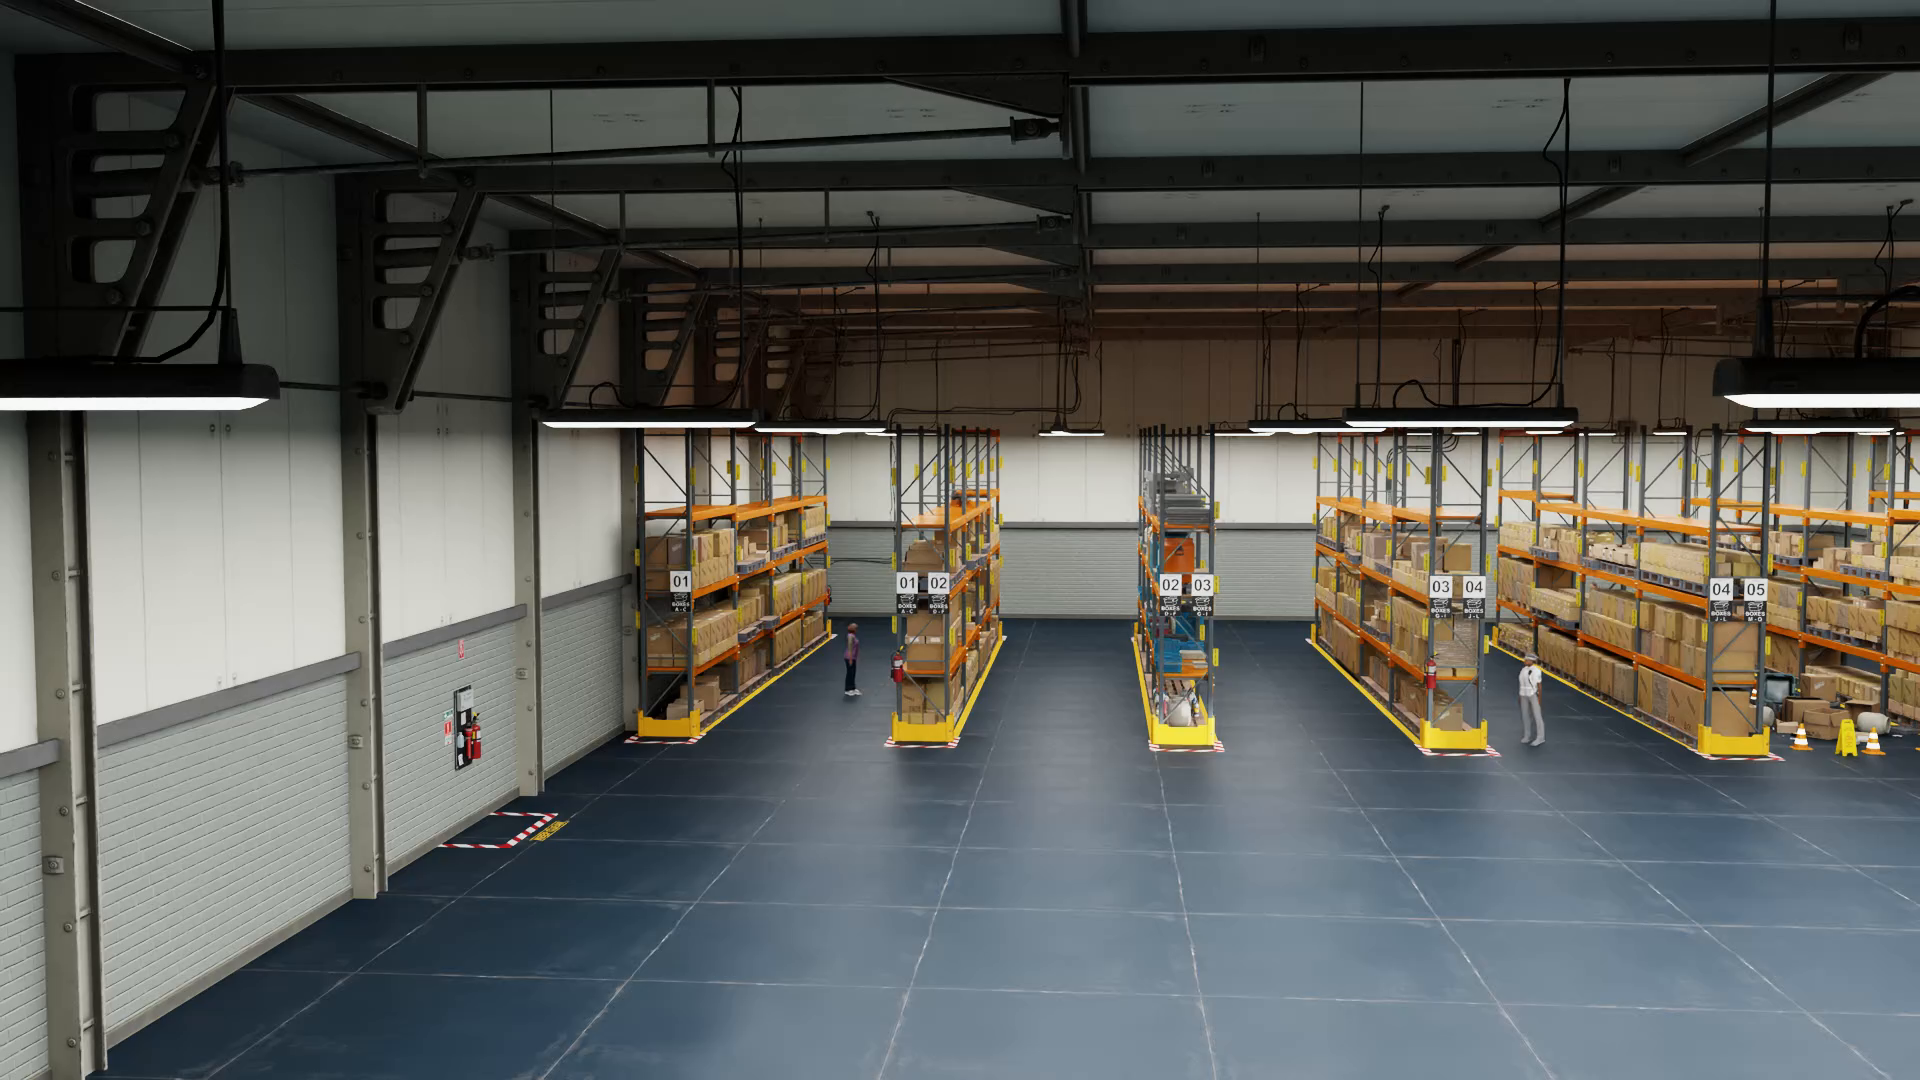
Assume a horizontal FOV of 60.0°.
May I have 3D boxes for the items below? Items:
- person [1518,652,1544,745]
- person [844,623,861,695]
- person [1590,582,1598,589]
[{"bbox_3d":[10.754,2.971,31.334,0.402,1.695,0.542,-3,5,-40],"label":"person"},{"bbox_3d":[-2.419,2.663,37.161,0.376,1.611,0.434,0,3,6],"label":"person"},{"bbox_3d":[18.180,2.016,47.499,0.586,1.628,0.523,0,4,-8],"label":"person"}]
